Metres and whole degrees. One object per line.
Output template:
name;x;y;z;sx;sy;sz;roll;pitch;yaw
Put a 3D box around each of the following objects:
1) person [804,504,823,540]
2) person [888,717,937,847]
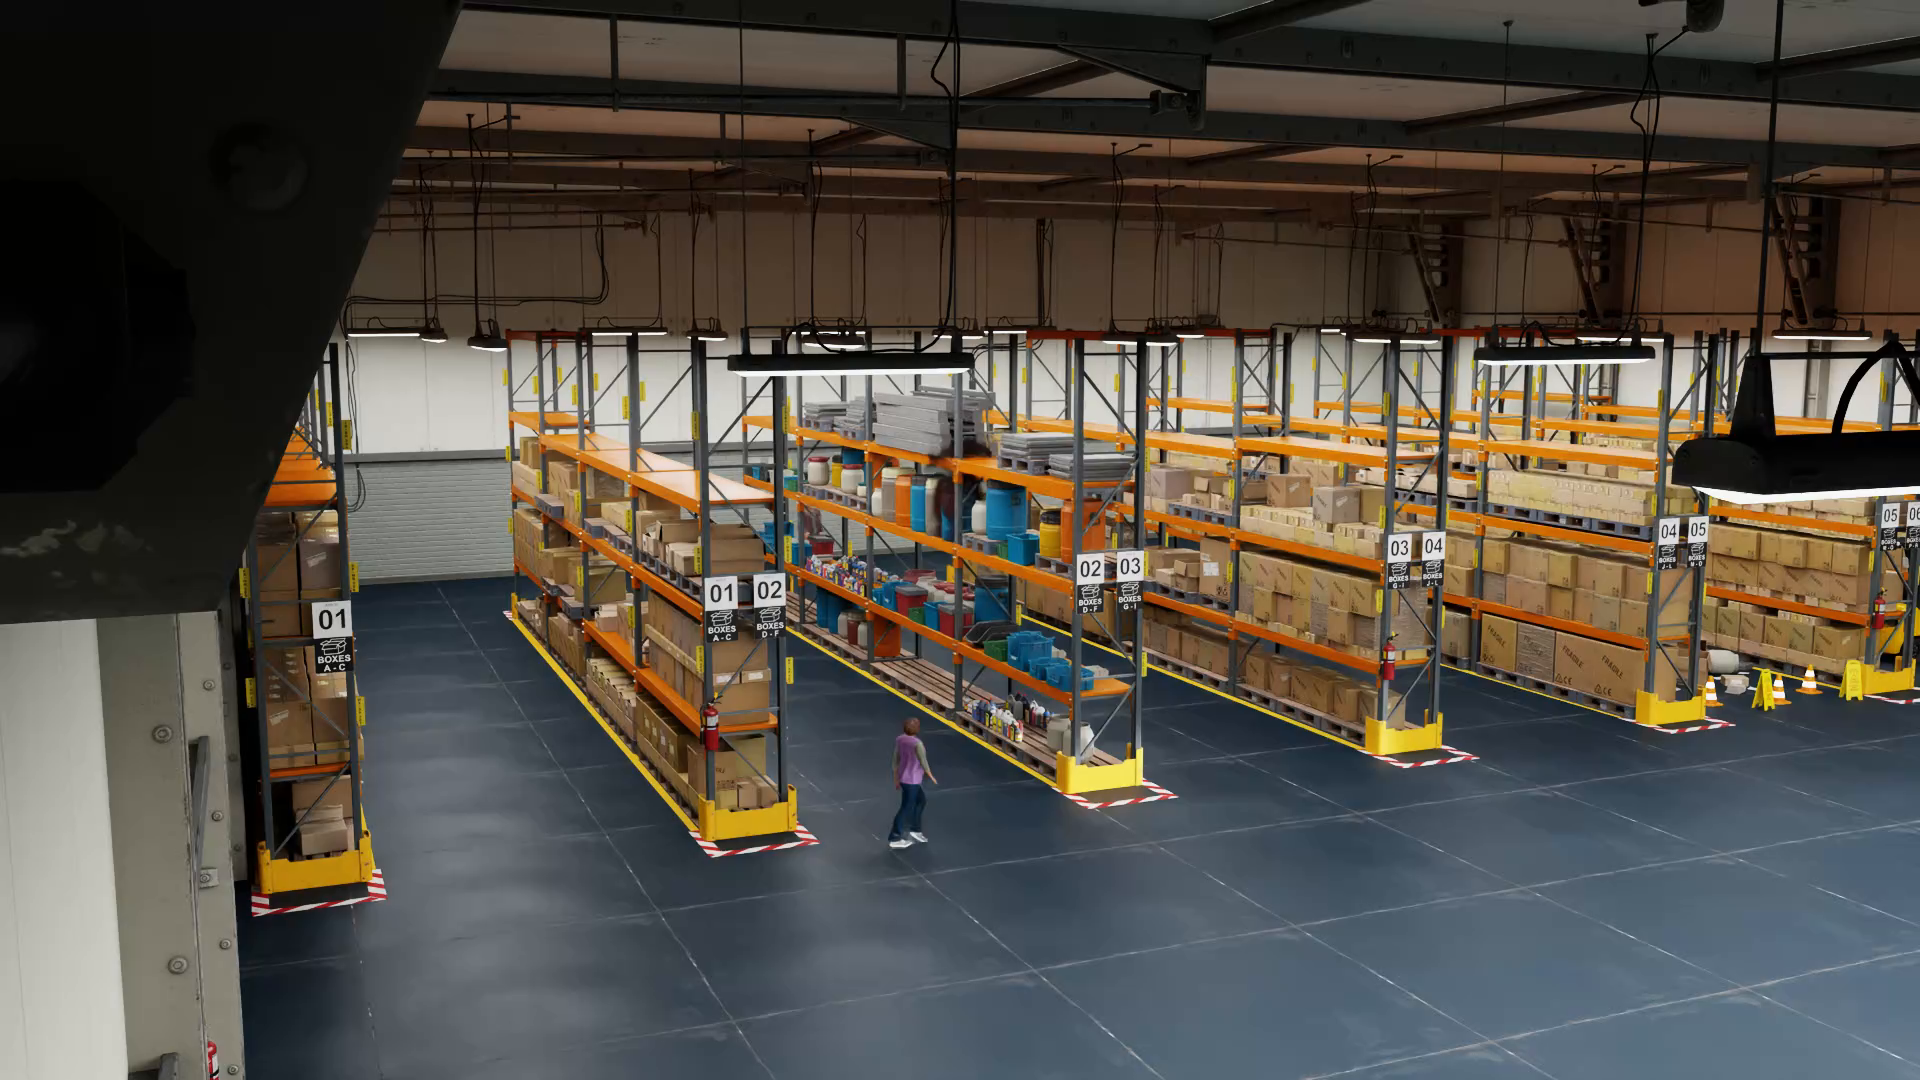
person;-3.592;-0.137;41.103;0.832;1.788;0.658;7;11;43
person;-0.574;2.876;19.708;0.599;1.618;0.408;-3;8;-21
